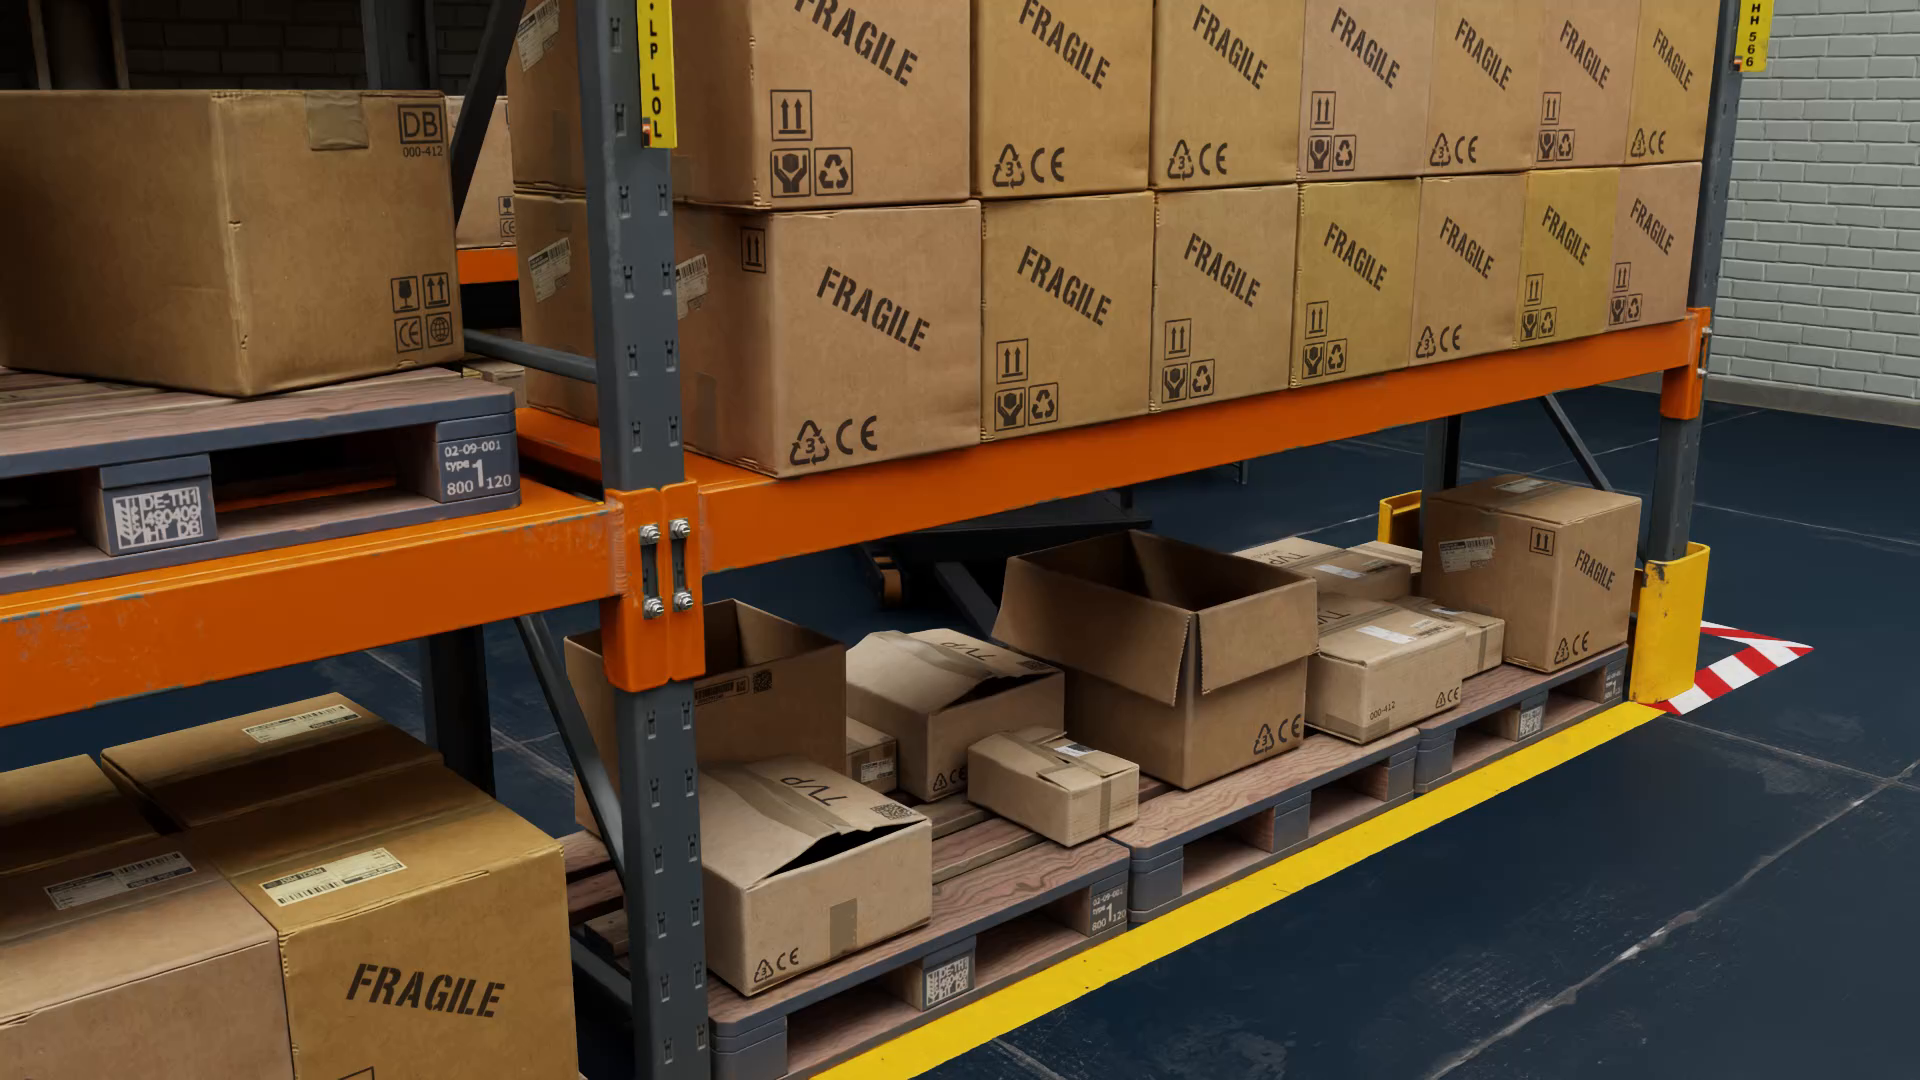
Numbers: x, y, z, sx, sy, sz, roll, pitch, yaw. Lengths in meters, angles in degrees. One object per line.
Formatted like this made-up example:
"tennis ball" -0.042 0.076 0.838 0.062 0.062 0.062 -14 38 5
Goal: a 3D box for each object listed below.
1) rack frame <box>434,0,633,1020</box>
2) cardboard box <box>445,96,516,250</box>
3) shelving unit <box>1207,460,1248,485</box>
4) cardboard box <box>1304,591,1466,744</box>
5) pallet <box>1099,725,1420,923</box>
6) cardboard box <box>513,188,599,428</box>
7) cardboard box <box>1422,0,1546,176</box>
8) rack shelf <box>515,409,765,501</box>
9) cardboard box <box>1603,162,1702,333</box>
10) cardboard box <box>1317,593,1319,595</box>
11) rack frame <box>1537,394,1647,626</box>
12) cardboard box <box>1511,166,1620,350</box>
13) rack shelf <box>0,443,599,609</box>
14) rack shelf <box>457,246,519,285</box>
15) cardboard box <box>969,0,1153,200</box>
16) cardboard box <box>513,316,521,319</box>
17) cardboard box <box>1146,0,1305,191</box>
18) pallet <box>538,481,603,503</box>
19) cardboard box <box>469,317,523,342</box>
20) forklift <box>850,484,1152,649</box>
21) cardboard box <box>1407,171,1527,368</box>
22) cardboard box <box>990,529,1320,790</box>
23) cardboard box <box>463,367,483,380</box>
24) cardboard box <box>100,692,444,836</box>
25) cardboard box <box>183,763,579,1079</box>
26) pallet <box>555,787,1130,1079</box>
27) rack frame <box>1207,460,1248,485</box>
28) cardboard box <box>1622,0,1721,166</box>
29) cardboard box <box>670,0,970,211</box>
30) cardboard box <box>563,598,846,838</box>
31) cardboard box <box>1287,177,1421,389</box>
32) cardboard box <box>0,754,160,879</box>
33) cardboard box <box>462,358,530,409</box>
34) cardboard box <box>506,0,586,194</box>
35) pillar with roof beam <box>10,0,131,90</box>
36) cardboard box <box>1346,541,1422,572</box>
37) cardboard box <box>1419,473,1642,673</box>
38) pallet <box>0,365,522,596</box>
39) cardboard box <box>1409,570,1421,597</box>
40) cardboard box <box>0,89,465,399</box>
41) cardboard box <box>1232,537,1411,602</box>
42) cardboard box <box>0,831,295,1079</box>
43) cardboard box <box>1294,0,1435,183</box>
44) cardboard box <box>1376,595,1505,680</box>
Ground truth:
"rack frame" -0.871 -0.362 3.294 0.053 2.616 0.949 -13 19 -39
"cardboard box" -2.607 -1.807 8.121 0.700 0.700 0.980 -14 20 -42
"shelving unit" 0.957 -0.861 8.793 1.048 1.125 0.538 -5 16 -17
"cardboard box" 1.164 0.372 5.022 0.500 0.250 0.500 -13 19 -39
"pallet" 0.571 0.662 4.864 1.213 0.211 1.003 -13 19 -39
"cardboard box" -0.660 -0.545 3.783 0.500 0.500 0.500 -12 19 -38
"cardboard box" 1.225 -1.267 4.551 0.500 0.500 0.500 -12 19 -38
"rack shelf" 0.640 -0.447 4.628 3.809 0.124 0.919 -13 19 -39
"cardboard box" 1.990 -0.959 5.333 0.500 0.500 0.500 -12 19 -38
"cardboard box" 0.798 0.283 5.355 0.500 0.250 0.500 -13 19 -39
"rack frame" 2.147 -1.040 5.831 0.053 2.616 0.949 -13 19 -39
"cardboard box" 1.601 -0.870 5.002 0.500 0.500 0.500 -12 19 -39
"rack shelf" -2.377 0.196 2.082 3.809 0.052 0.919 -13 19 -39
"rack shelf" -2.615 -1.317 8.261 4.000 0.370 1.077 -13 19 -39
"cardboard box" 0.060 -1.006 3.571 0.500 0.500 0.500 -13 20 -41
"cardboard box" -2.176 -1.106 8.849 0.250 0.149 0.380 -12 19 -39
"cardboard box" 0.448 -1.093 3.897 0.500 0.500 0.500 -13 20 -41
"pallet" -2.578 -0.300 8.463 1.213 0.211 1.003 -13 19 -39
"cardboard box" -2.367 -1.062 8.688 0.250 0.149 0.380 -12 19 -39
"forklift" 0.146 -1.242 6.720 1.130 2.935 3.031 -3 15 -12
"cardboard box" 1.221 -0.787 4.689 0.500 0.500 0.500 -12 19 -39
"cardboard box" 0.545 0.312 4.753 0.637 0.503 0.797 -13 19 -39
"cardboard box" -2.722 -0.598 8.208 0.500 0.500 0.700 -12 19 -38
"cardboard box" -1.394 0.668 3.429 0.500 0.500 0.500 -14 20 -42
"cardboard box" -1.053 0.773 3.036 0.500 0.500 0.500 -13 20 -40
"pallet" -0.350 0.869 4.087 1.213 0.211 1.003 -13 19 -39
"rack frame" 1.441 -0.901 8.945 0.032 1.125 0.500 -5 16 -17
"cardboard box" 1.994 -1.442 5.204 0.500 0.500 0.500 -13 20 -40
"cardboard box" -0.329 -0.918 3.244 0.500 0.500 0.500 -12 19 -38
"cardboard box" -0.625 0.482 4.126 0.500 0.500 0.500 -13 19 -39
"cardboard box" 0.840 -0.702 4.370 0.500 0.500 0.500 -13 20 -40
"cardboard box" -1.789 0.760 3.082 0.500 0.500 0.500 -12 19 -39
"cardboard box" -2.325 -0.690 8.551 0.500 0.500 0.700 -13 20 -41
"cardboard box" -0.657 -1.029 3.659 0.500 0.500 0.500 -13 19 -39
"pillar with roof beam" -1.337 -3.673 4.063 0.400 9.000 9.100 -13 19 -39
"cardboard box" 1.607 0.129 6.125 0.250 0.149 0.380 -13 19 -39
"cardboard box" 1.900 0.096 5.570 0.500 0.500 0.500 -13 19 -39
"pallet" -1.543 -0.155 2.890 1.213 0.211 1.003 -13 19 -39
"cardboard box" 1.419 0.163 5.964 0.250 0.166 0.380 -13 19 -39
"cardboard box" -1.373 -0.576 3.087 0.700 0.500 0.500 8 17 28
"cardboard box" 1.175 0.198 5.672 0.500 0.250 0.500 -13 19 -39
"cardboard box" -1.431 0.855 2.729 0.500 0.500 0.500 -13 19 -39
"cardboard box" 0.837 -1.180 4.225 0.500 0.500 0.500 -12 19 -38
"cardboard box" 1.536 0.308 5.422 0.250 0.166 0.380 -13 19 -39
